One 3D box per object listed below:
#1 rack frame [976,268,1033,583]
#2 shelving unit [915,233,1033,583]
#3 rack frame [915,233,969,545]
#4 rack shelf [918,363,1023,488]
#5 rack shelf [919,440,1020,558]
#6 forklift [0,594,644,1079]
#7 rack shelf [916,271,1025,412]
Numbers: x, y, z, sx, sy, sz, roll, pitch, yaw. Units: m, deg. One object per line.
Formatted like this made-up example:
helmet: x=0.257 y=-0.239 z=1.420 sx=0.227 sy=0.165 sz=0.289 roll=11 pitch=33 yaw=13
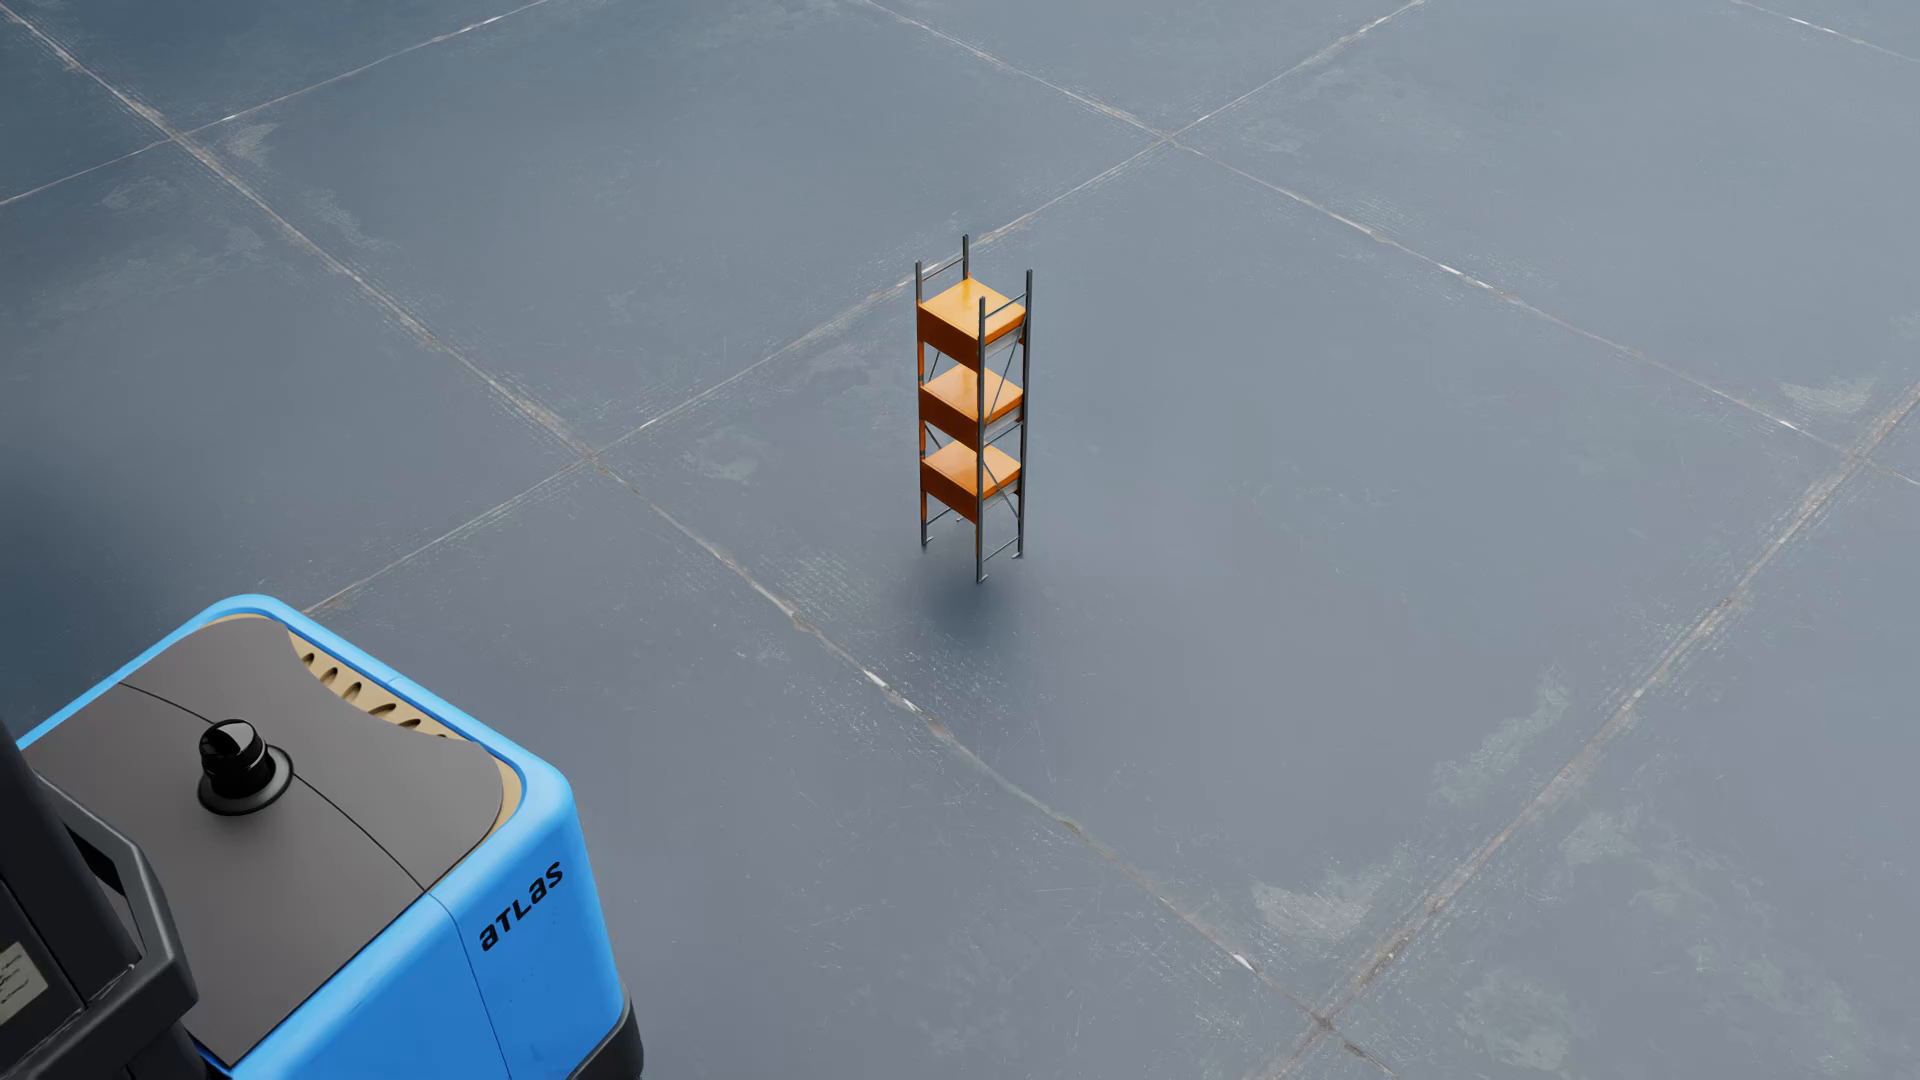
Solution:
rack frame: x=0.124 y=-0.301 z=4.802 sx=0.200 sy=1.050 sz=0.008 roll=-34 pitch=53 yaw=-31
shelving unit: x=0.038 y=-0.360 z=4.866 sx=0.215 sy=1.050 sz=0.252 roll=-34 pitch=53 yaw=-31
rack frame: x=-0.048 y=-0.418 z=4.929 sx=0.200 sy=1.050 sz=0.008 roll=-34 pitch=53 yaw=-31
rack shelf: x=0.038 y=-0.352 z=4.873 sx=0.215 sy=0.259 sz=0.240 roll=-34 pitch=53 yaw=-31
rack shelf: x=0.038 y=-0.148 z=5.062 sx=0.215 sy=0.259 sz=0.240 roll=-34 pitch=53 yaw=-31
forklift: x=-1.975 y=0.813 z=2.210 sx=1.130 sy=2.935 sz=3.031 roll=25 pitch=48 yaw=24
rack shelf: x=0.038 y=-0.561 z=4.680 sx=0.215 sy=0.259 sz=0.240 roll=-34 pitch=53 yaw=-31
